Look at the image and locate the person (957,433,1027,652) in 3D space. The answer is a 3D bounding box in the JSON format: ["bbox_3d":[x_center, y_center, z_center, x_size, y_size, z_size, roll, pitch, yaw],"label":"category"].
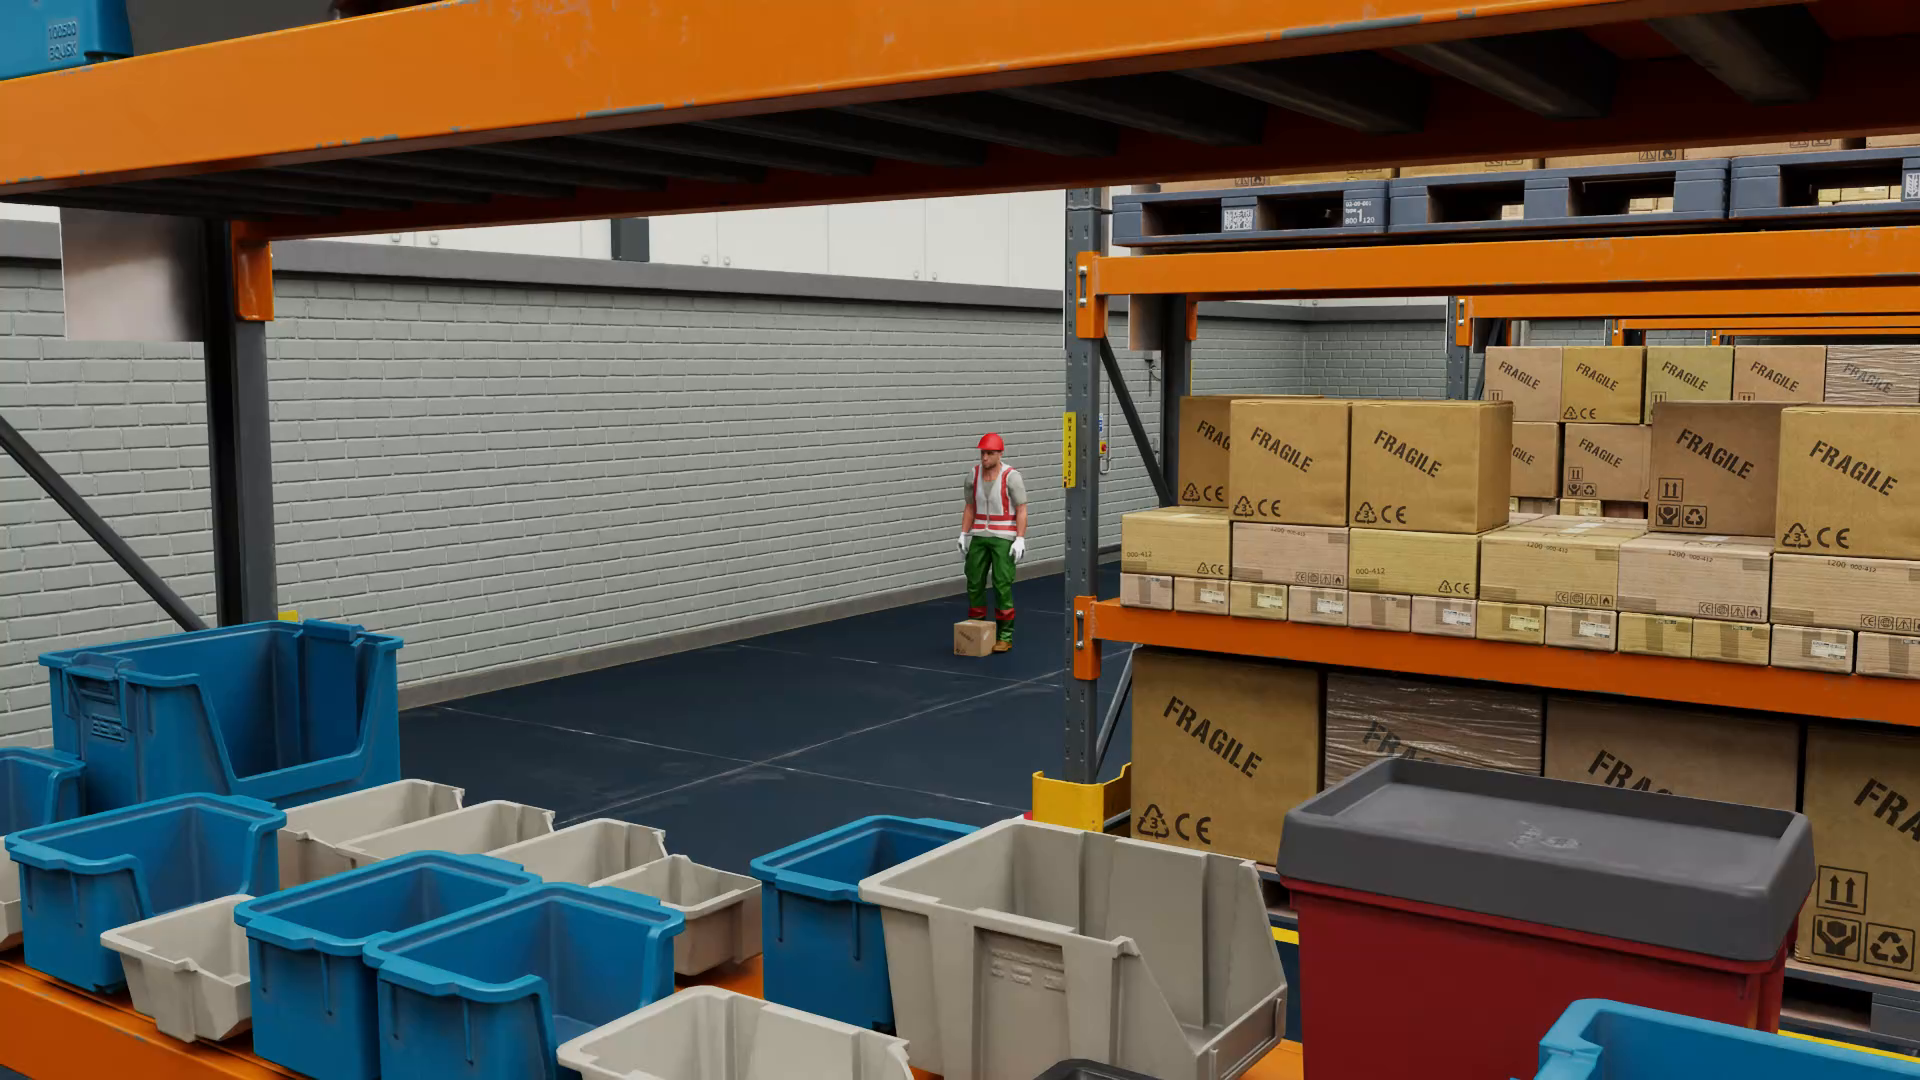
[{"bbox_3d":[0.256,0.015,13.524,0.613,1.778,0.452,4,7,30],"label":"person"}]
